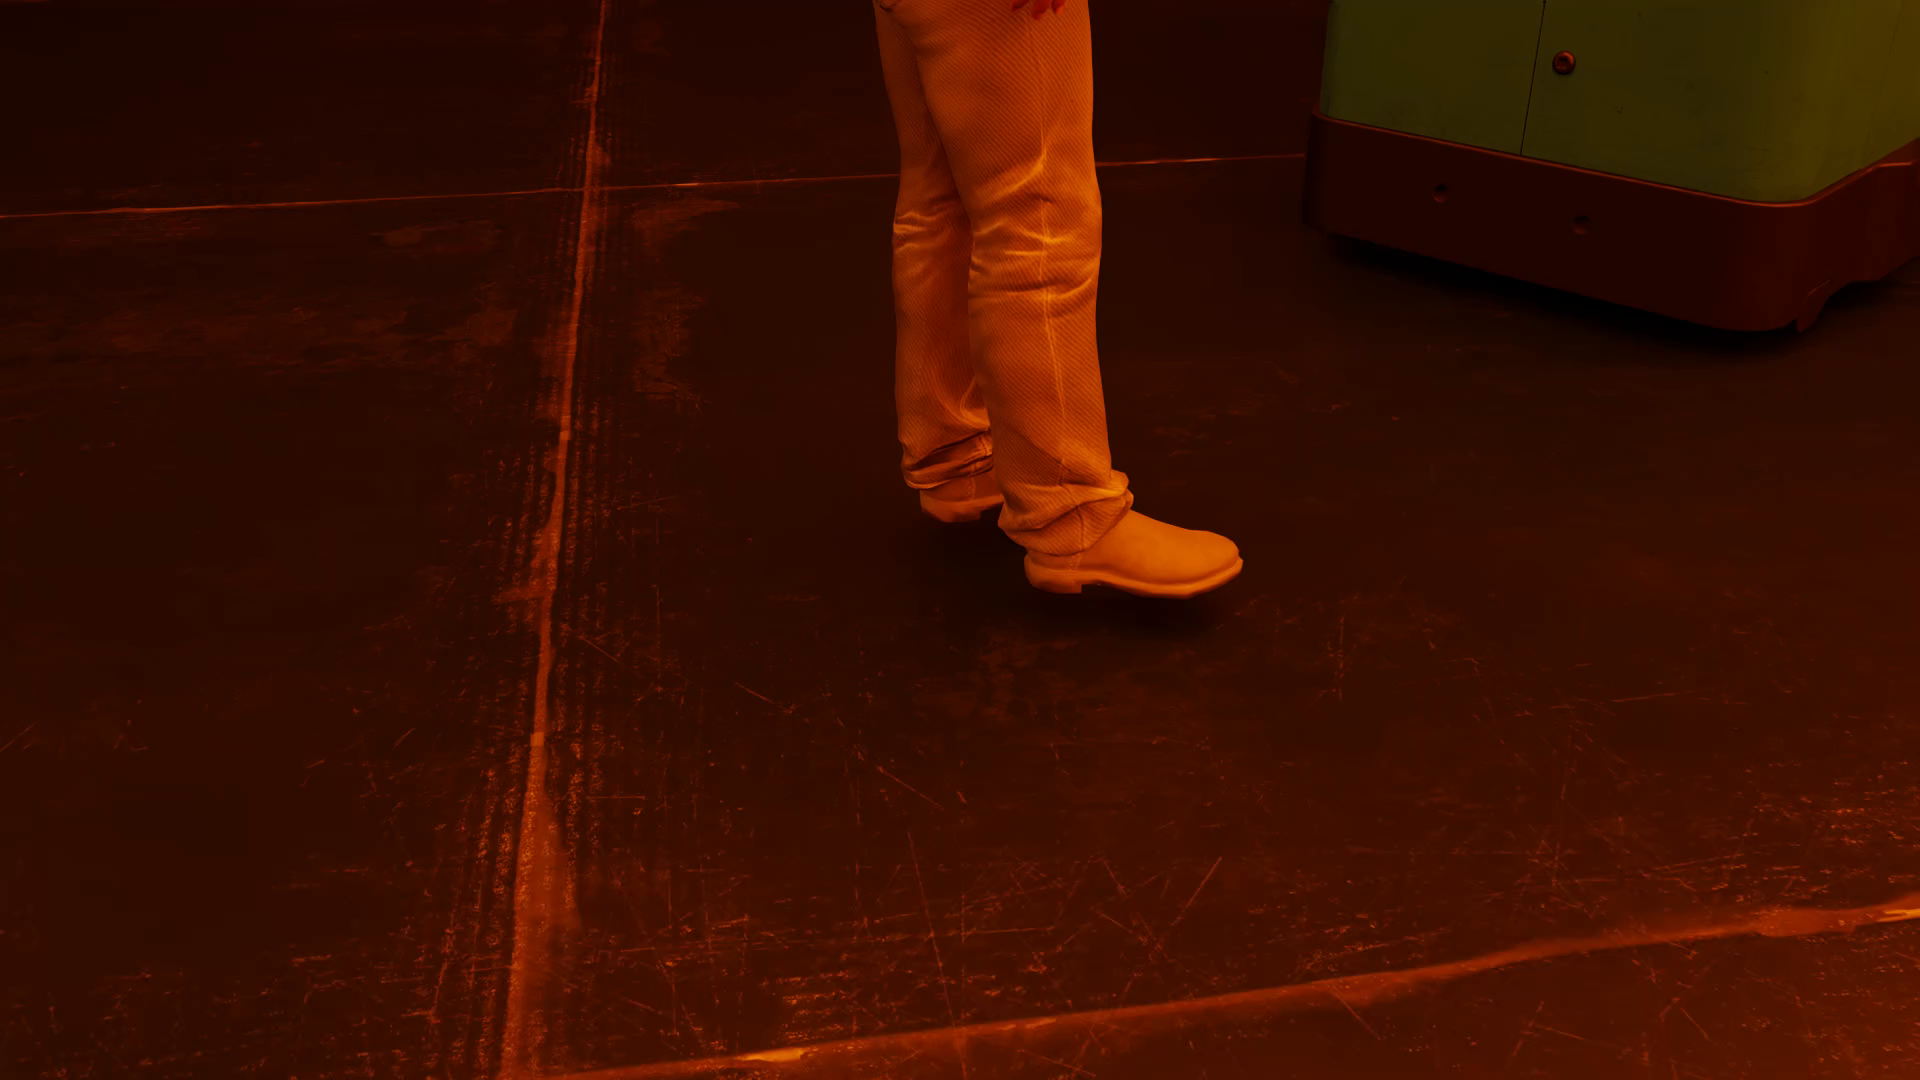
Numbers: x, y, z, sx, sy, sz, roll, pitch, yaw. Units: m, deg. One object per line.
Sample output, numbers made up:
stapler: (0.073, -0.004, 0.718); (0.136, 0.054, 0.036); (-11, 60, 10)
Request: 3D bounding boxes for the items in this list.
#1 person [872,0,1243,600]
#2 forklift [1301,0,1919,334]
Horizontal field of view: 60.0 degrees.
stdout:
person: (0.063, -0.828, 2.065); (0.566, 1.775, 0.633); (-5, 28, -9)
forklift: (2.143, -2.274, 3.659); (1.130, 2.935, 3.031); (25, 37, 38)
